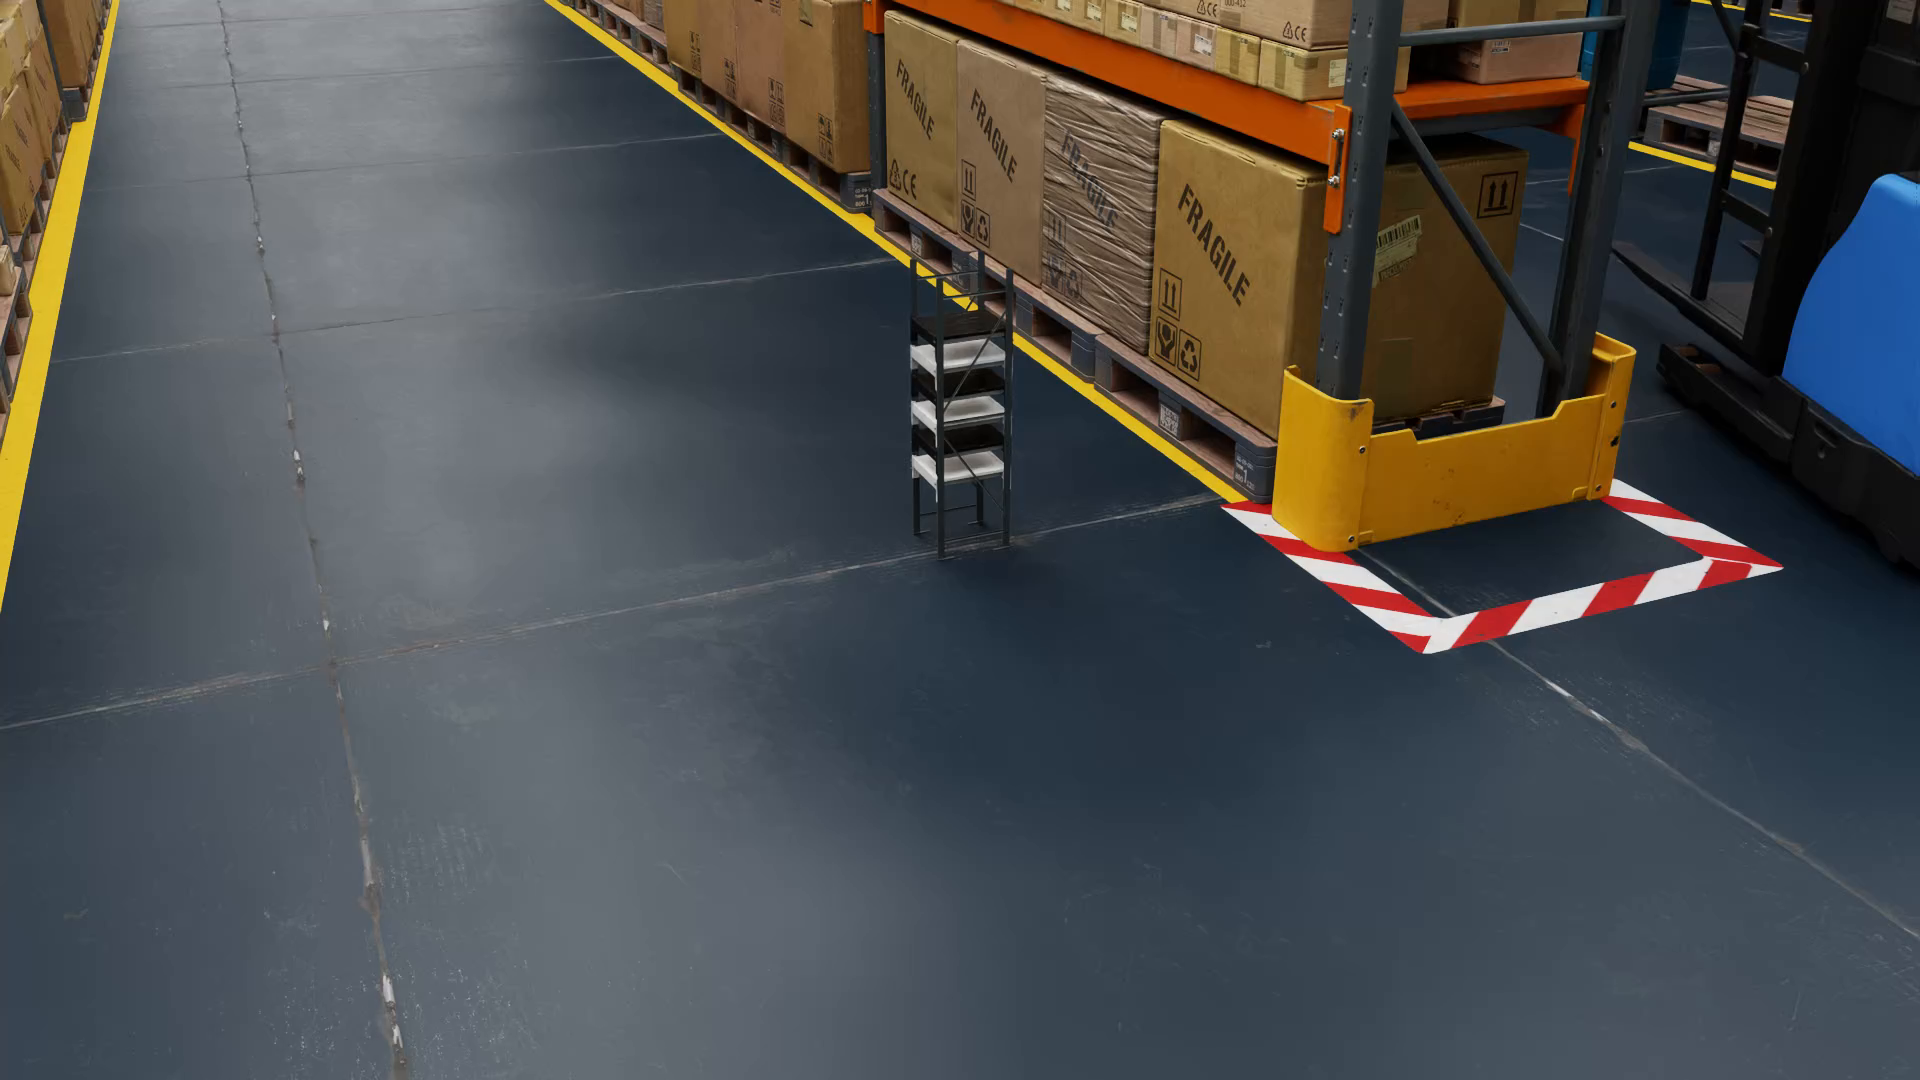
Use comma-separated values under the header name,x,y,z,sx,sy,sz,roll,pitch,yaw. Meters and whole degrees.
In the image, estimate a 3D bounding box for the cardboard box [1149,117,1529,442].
name,x,y,z,sx,sy,sz,roll,pitch,yaw
cardboard box,1.263,-0.957,5.734,0.875,0.875,0.875,-11,28,-21

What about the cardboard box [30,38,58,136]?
name,x,y,z,sx,sy,sz,roll,pitch,yaw
cardboard box,-5.451,-2.531,9.385,0.500,0.500,0.500,-9,28,-19

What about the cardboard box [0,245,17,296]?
name,x,y,z,sx,sy,sz,roll,pitch,yaw
cardboard box,-4.116,-1.089,6.833,0.380,0.149,0.250,-10,28,-20

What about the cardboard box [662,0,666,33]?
name,x,y,z,sx,sy,sz,roll,pitch,yaw
cardboard box,-1.826,-4.049,12.472,0.700,0.500,0.500,-12,29,-23

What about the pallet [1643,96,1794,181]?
name,x,y,z,sx,sy,sz,roll,pitch,yaw
pallet,4.902,-2.401,9.927,1.003,0.211,1.213,-11,28,-21

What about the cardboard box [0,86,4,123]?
name,x,y,z,sx,sy,sz,roll,pitch,yaw
cardboard box,-4.629,-2.028,7.500,0.500,0.250,0.500,-12,28,-23

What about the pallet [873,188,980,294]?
name,x,y,z,sx,sy,sz,roll,pitch,yaw
pallet,0.247,-1.520,8.122,1.003,0.211,1.213,-11,28,-21

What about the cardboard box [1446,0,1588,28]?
name,x,y,z,sx,sy,sz,roll,pitch,yaw
cardboard box,1.648,-1.785,5.318,0.500,0.250,0.500,-11,28,-22

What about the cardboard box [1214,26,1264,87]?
name,x,y,z,sx,sy,sz,roll,pitch,yaw
cardboard box,1.041,-1.557,5.307,0.380,0.149,0.250,-10,28,-20

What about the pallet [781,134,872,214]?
name,x,y,z,sx,sy,sz,roll,pitch,yaw
pallet,-0.351,-2.139,9.389,1.003,0.211,1.213,-11,28,-21

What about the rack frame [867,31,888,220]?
name,x,y,z,sx,sy,sz,roll,pitch,yaw
rack frame,0.021,-3.093,8.166,1.000,3.000,0.127,-11,28,-21

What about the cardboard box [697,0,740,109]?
name,x,y,z,sx,sy,sz,roll,pitch,yaw
cardboard box,-0.953,-3.298,10.530,1.225,0.875,0.875,-10,28,-20

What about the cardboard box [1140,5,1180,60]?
name,x,y,z,sx,sy,sz,roll,pitch,yaw
cardboard box,0.847,-1.760,5.723,0.380,0.149,0.250,-10,28,-20

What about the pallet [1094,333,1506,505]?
name,x,y,z,sx,sy,sz,roll,pitch,yaw
pallet,1.202,-0.534,6.104,1.003,0.211,1.213,-11,28,-21

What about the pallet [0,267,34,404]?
name,x,y,z,sx,sy,sz,roll,pitch,yaw
pallet,-4.287,-0.764,6.573,1.003,0.211,1.213,-11,28,-21

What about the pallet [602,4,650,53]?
name,x,y,z,sx,sy,sz,roll,pitch,yaw
pallet,-2.324,-4.262,13.739,1.003,0.211,1.213,-11,28,-21

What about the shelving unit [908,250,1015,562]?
name,x,y,z,sx,sy,sz,roll,pitch,yaw
shelving unit,0.003,-0.401,5.046,0.258,0.900,0.210,-11,28,-21

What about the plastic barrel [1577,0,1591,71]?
name,x,y,z,sx,sy,sz,roll,pitch,yaw
plastic barrel,4.103,-3.698,11.319,0.600,0.901,0.708,-11,28,-21

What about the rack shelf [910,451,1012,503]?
name,x,y,z,sx,sy,sz,roll,pitch,yaw
rack shelf,0.003,-0.209,5.139,0.258,0.077,0.200,-11,28,-21

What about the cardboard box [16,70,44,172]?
name,x,y,z,sx,sy,sz,roll,pitch,yaw
cardboard box,-5.054,-2.113,8.530,0.500,0.500,0.500,-10,28,-20

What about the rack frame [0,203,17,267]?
name,x,y,z,sx,sy,sz,roll,pitch,yaw
rack frame,-4.583,-2.282,6.504,1.000,3.000,0.127,-11,28,-21

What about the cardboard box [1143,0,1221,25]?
name,x,y,z,sx,sy,sz,roll,pitch,yaw
cardboard box,0.955,-1.899,5.553,0.500,0.250,0.500,-11,28,-21

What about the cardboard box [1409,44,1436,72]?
name,x,y,z,sx,sy,sz,roll,pitch,yaw
cardboard box,1.650,-1.669,5.535,0.380,0.149,0.250,-11,28,-21

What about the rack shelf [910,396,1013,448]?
name,x,y,z,sx,sy,sz,roll,pitch,yaw
rack shelf,0.003,-0.371,5.060,0.258,0.077,0.200,-11,28,-21

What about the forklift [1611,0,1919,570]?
name,x,y,z,sx,sy,sz,roll,pitch,yaw
forklift,3.302,-1.801,5.599,1.130,2.935,3.031,-1,26,-2

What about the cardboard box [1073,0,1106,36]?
name,x,y,z,sx,sy,sz,roll,pitch,yaw
cardboard box,0.641,-1.969,6.151,0.380,0.149,0.250,-10,28,-20

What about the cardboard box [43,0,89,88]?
name,x,y,z,sx,sy,sz,roll,pitch,yaw
cardboard box,-6.305,-3.336,10.748,1.050,0.750,0.750,-11,28,-21

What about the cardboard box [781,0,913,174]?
name,x,y,z,sx,sy,sz,roll,pitch,yaw
cardboard box,-0.248,-2.582,9.062,1.225,0.875,0.875,-10,28,-20

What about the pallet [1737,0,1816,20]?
name,x,y,z,sx,sy,sz,roll,pitch,yaw
pallet,7.828,-4.847,14.938,1.003,0.211,1.213,-11,28,-21

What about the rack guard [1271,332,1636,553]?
name,x,y,z,sx,sy,sz,roll,pitch,yaw
rack guard,1.597,-0.345,5.387,1.175,0.500,0.348,-11,28,-21

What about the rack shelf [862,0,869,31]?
name,x,y,z,sx,sy,sz,roll,pitch,yaw
rack shelf,-0.762,-3.577,9.978,1.077,0.370,4.000,-11,28,-21

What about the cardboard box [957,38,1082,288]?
name,x,y,z,sx,sy,sz,roll,pitch,yaw
cardboard box,0.558,-1.683,7.222,0.875,0.875,0.875,-11,28,-21

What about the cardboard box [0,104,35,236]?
name,x,y,z,sx,sy,sz,roll,pitch,yaw
cardboard box,-4.628,-1.691,7.665,0.500,0.500,0.500,-9,28,-19

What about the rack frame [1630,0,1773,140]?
name,x,y,z,sx,sy,sz,roll,pitch,yaw
rack frame,4.578,-3.944,9.909,1.000,3.000,0.127,-11,28,-21

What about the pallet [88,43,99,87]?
name,x,y,z,sx,sy,sz,roll,pitch,yaw
pallet,-6.862,-3.466,12.109,1.003,0.211,1.213,-11,28,-21

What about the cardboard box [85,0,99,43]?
name,x,y,z,sx,sy,sz,roll,pitch,yaw
cardboard box,-7.015,-4.064,12.240,1.050,0.750,0.750,-11,28,-21

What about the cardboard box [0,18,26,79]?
name,x,y,z,sx,sy,sz,roll,pitch,yaw
cardboard box,-5.035,-2.449,8.363,0.500,0.250,0.500,-9,28,-19

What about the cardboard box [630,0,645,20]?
name,x,y,z,sx,sy,sz,roll,pitch,yaw
cardboard box,-2.284,-4.499,13.393,0.700,0.500,0.500,-8,27,-16

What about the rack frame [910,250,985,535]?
name,x,y,z,sx,sy,sz,roll,pitch,yaw
rack frame,-0.037,-0.442,5.130,0.240,0.900,0.006,-11,28,-21

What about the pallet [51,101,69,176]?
name,x,y,z,sx,sy,sz,roll,pitch,yaw
pallet,-5.844,-2.328,9.777,1.003,0.211,1.213,-11,28,-21

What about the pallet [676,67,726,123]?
name,x,y,z,sx,sy,sz,roll,pitch,yaw
pallet,-1.306,-3.124,11.407,1.003,0.211,1.213,-11,28,-21

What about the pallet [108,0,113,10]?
name,x,y,z,sx,sy,sz,roll,pitch,yaw
pallet,-8.423,-5.072,15.397,1.003,0.211,1.213,-11,28,-21

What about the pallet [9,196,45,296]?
name,x,y,z,sx,sy,sz,roll,pitch,yaw
pallet,-4.889,-1.343,7.759,1.003,0.211,1.213,-11,28,-21

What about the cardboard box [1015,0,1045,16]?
name,x,y,z,sx,sy,sz,roll,pitch,yaw
cardboard box,0.442,-2.175,6.571,0.380,0.149,0.250,-11,28,-22

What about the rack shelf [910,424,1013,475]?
name,x,y,z,sx,sy,sz,roll,pitch,yaw
rack shelf,0.003,-0.290,5.100,0.258,0.077,0.200,-11,28,-21

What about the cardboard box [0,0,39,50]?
name,x,y,z,sx,sy,sz,roll,pitch,yaw
cardboard box,-5.432,-2.866,9.216,0.500,0.250,0.500,-10,28,-20
